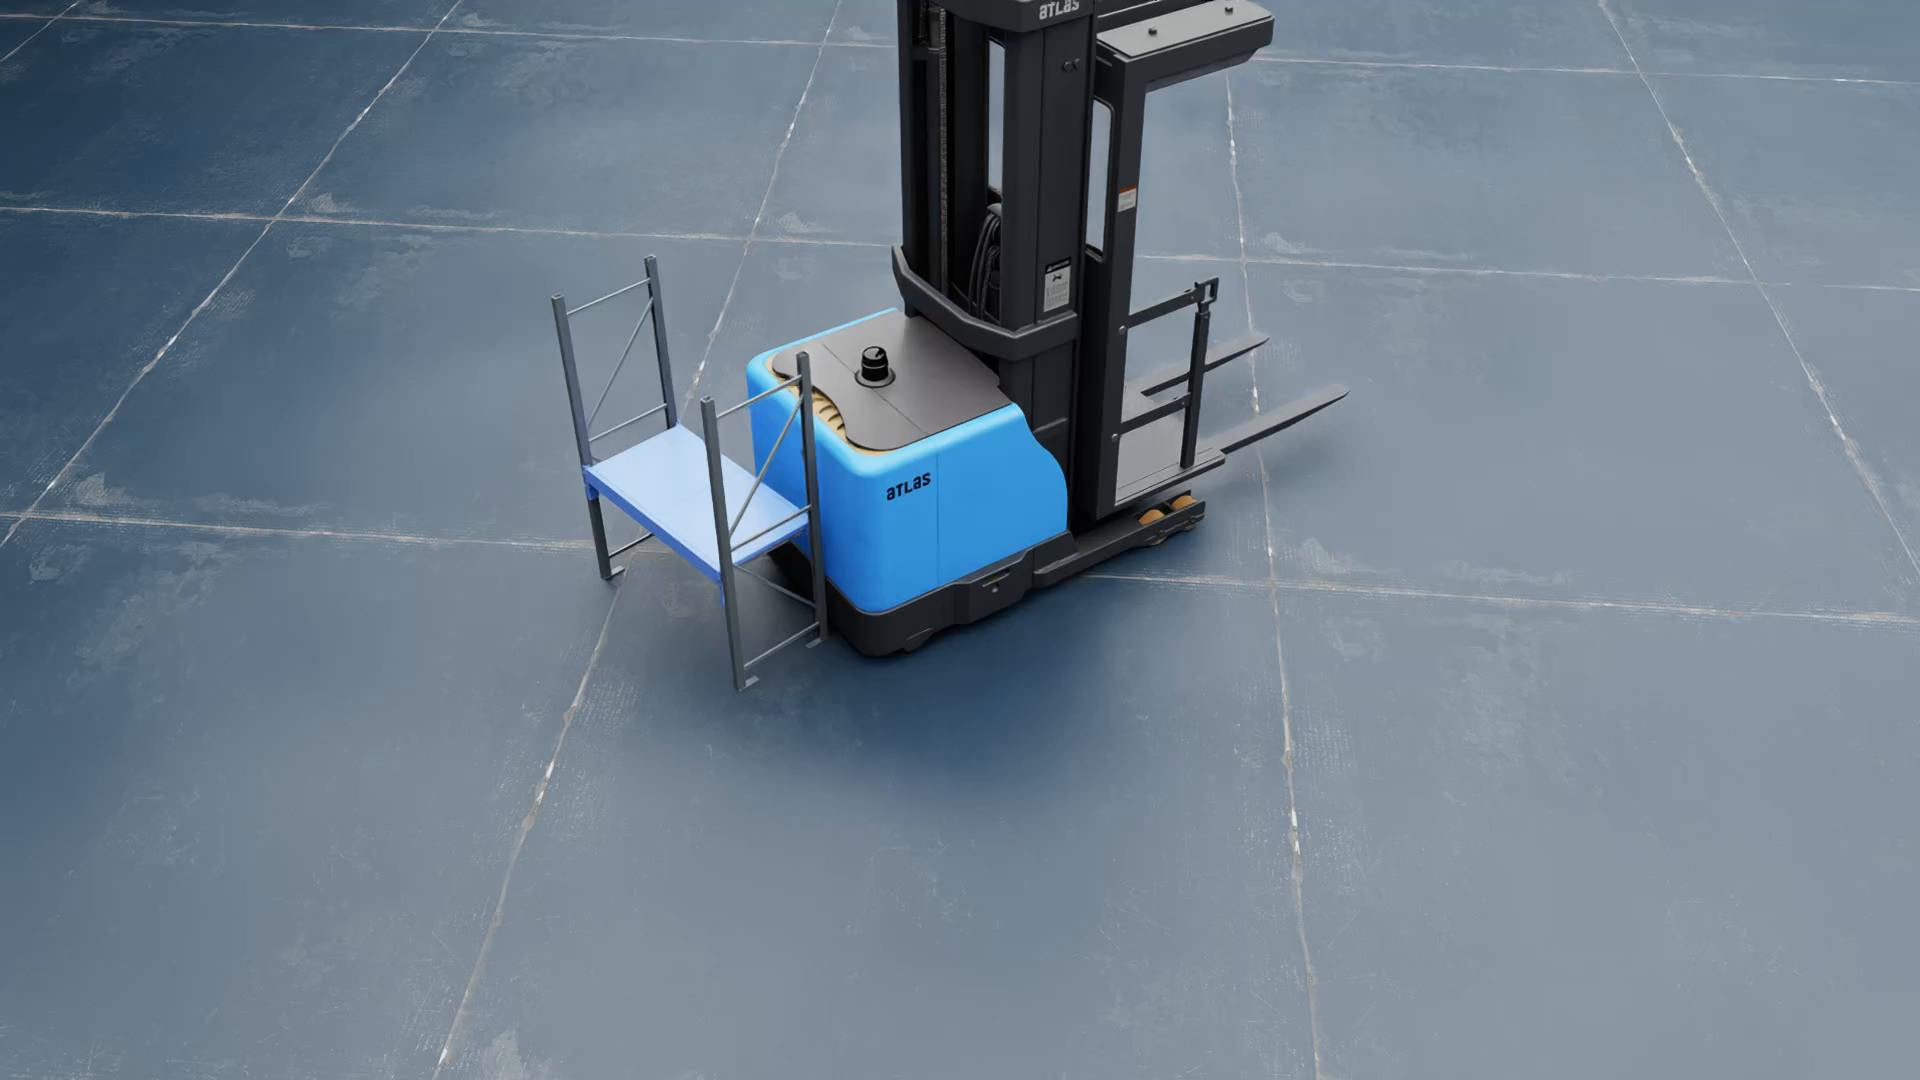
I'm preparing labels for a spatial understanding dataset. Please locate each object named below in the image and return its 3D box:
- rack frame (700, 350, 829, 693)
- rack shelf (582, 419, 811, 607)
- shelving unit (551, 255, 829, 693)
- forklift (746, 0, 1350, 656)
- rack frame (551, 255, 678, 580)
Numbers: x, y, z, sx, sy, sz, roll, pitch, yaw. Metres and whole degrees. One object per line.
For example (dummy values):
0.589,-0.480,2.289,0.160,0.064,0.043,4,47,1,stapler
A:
-0.775,-0.043,6.785,0.500,1.500,0.032,-31,48,-32,rack frame
-1.124,-0.137,7.185,0.538,0.185,1.000,-31,48,-32,rack shelf
-1.124,-0.276,7.072,0.538,1.500,1.048,-31,48,-32,shelving unit
0.563,-1.366,7.277,3.031,2.935,1.130,-23,45,-26,forklift
-1.472,-0.510,7.359,0.500,1.500,0.032,-31,48,-32,rack frame
